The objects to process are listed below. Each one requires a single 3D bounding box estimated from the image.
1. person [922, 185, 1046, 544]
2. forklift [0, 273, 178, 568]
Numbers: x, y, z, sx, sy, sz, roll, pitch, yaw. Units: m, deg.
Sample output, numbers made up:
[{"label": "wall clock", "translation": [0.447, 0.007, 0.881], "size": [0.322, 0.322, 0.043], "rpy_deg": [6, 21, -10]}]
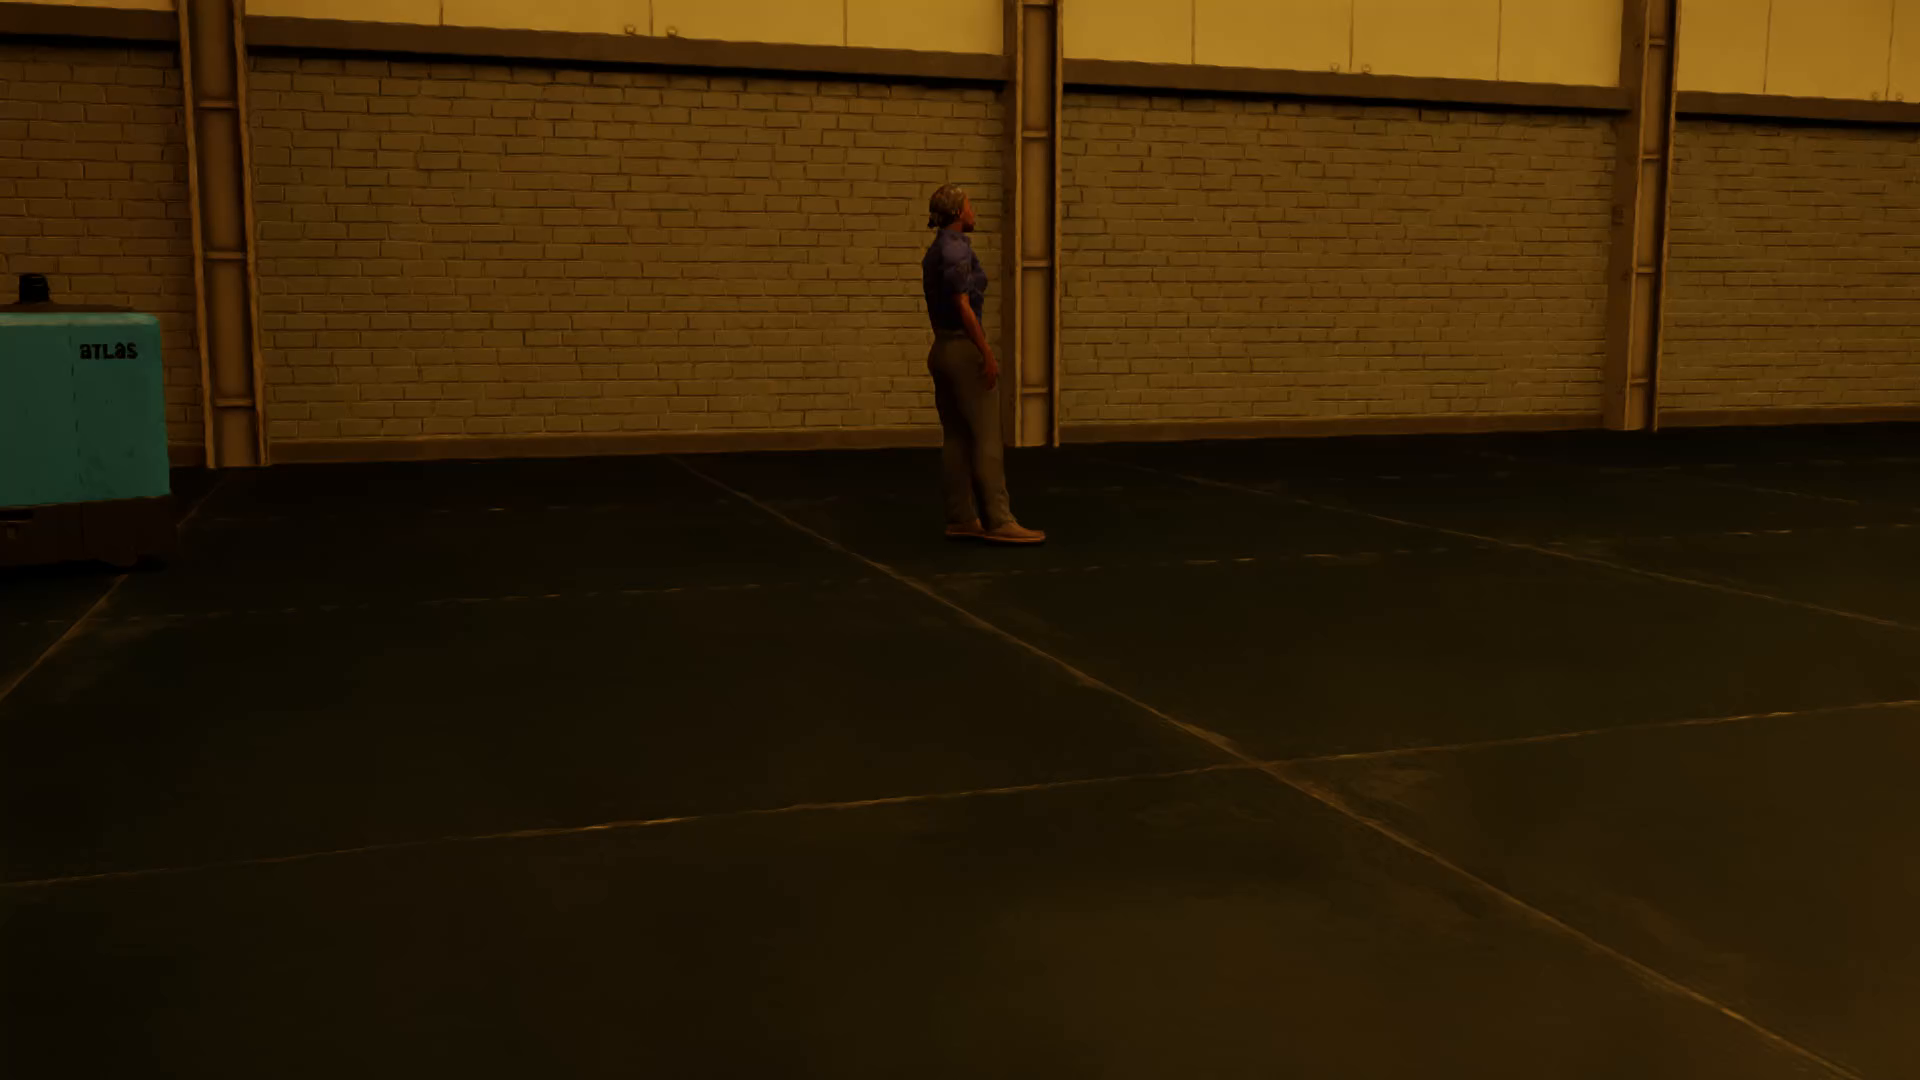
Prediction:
[{"label": "person", "translation": [0.089, -0.828, 7.821], "size": [0.503, 1.654, 0.570], "rpy_deg": [-3, 8, -18]}, {"label": "forklift", "translation": [-4.791, -1.259, 6.307], "size": [3.031, 2.935, 1.130], "rpy_deg": [-6, 10, -38]}]
